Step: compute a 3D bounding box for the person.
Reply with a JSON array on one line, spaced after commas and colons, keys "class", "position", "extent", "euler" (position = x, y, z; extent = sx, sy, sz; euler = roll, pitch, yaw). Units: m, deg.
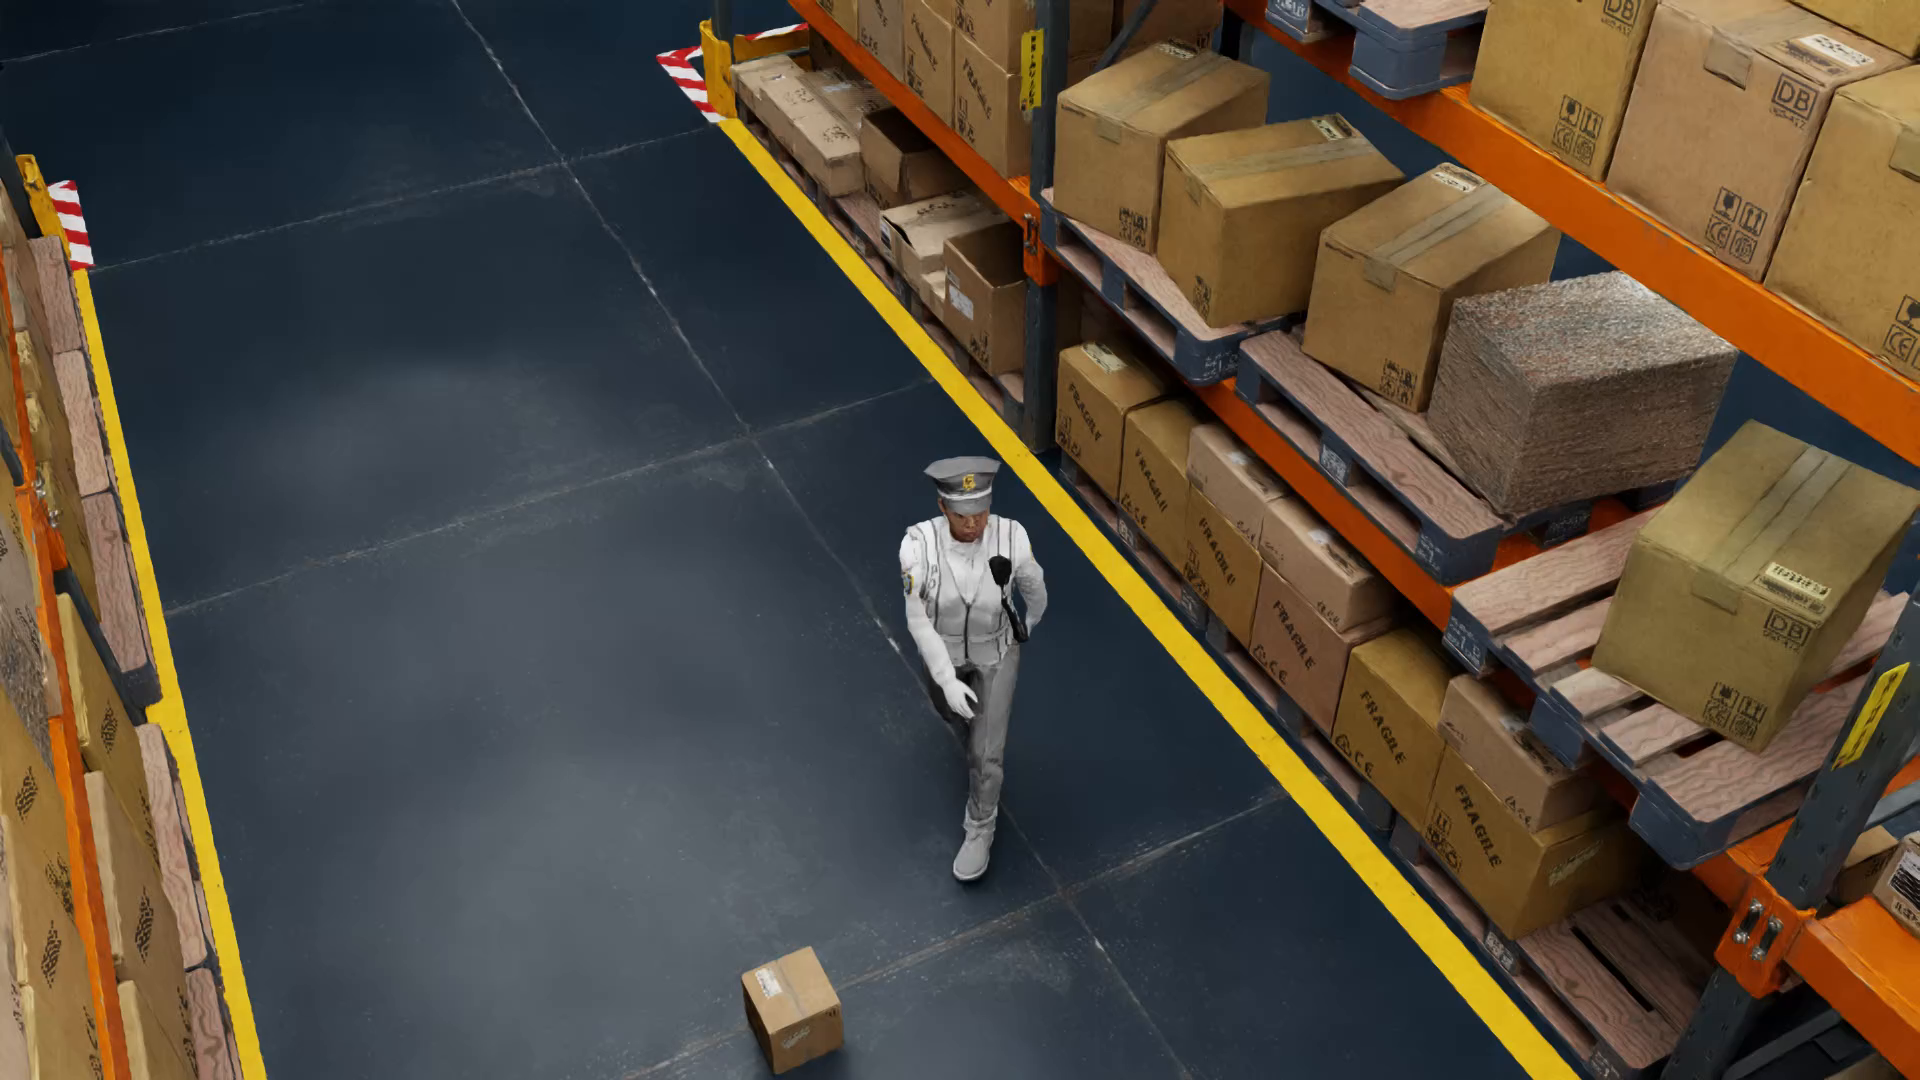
[{"class": "person", "position": [0.053, 0.329, 5.771], "extent": [0.498, 1.643, 0.916], "euler": [2, 42, 2]}]
